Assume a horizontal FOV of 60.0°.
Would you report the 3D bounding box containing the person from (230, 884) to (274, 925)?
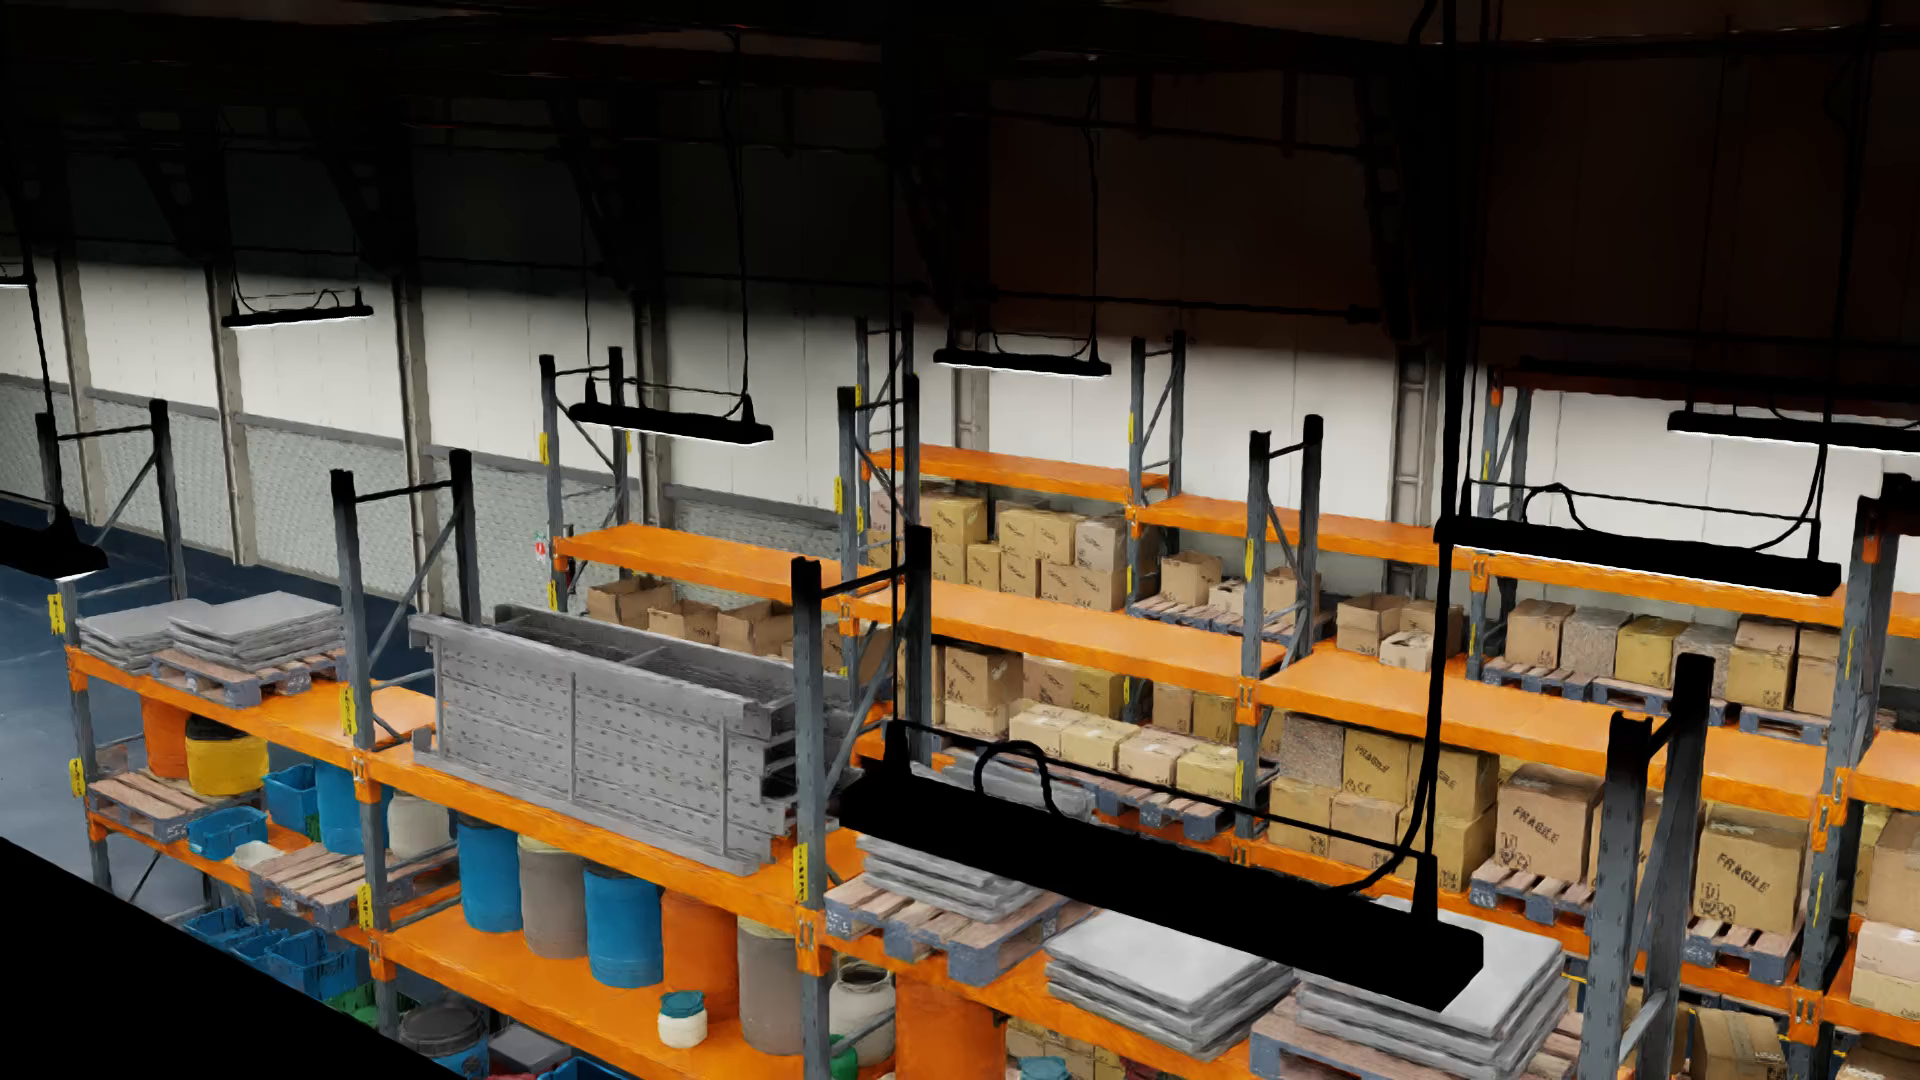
[{"bbox_3d":[-7.539,3.261,17.540,0.499,1.661,0.648,-1,13,-3],"label":"person"}]
